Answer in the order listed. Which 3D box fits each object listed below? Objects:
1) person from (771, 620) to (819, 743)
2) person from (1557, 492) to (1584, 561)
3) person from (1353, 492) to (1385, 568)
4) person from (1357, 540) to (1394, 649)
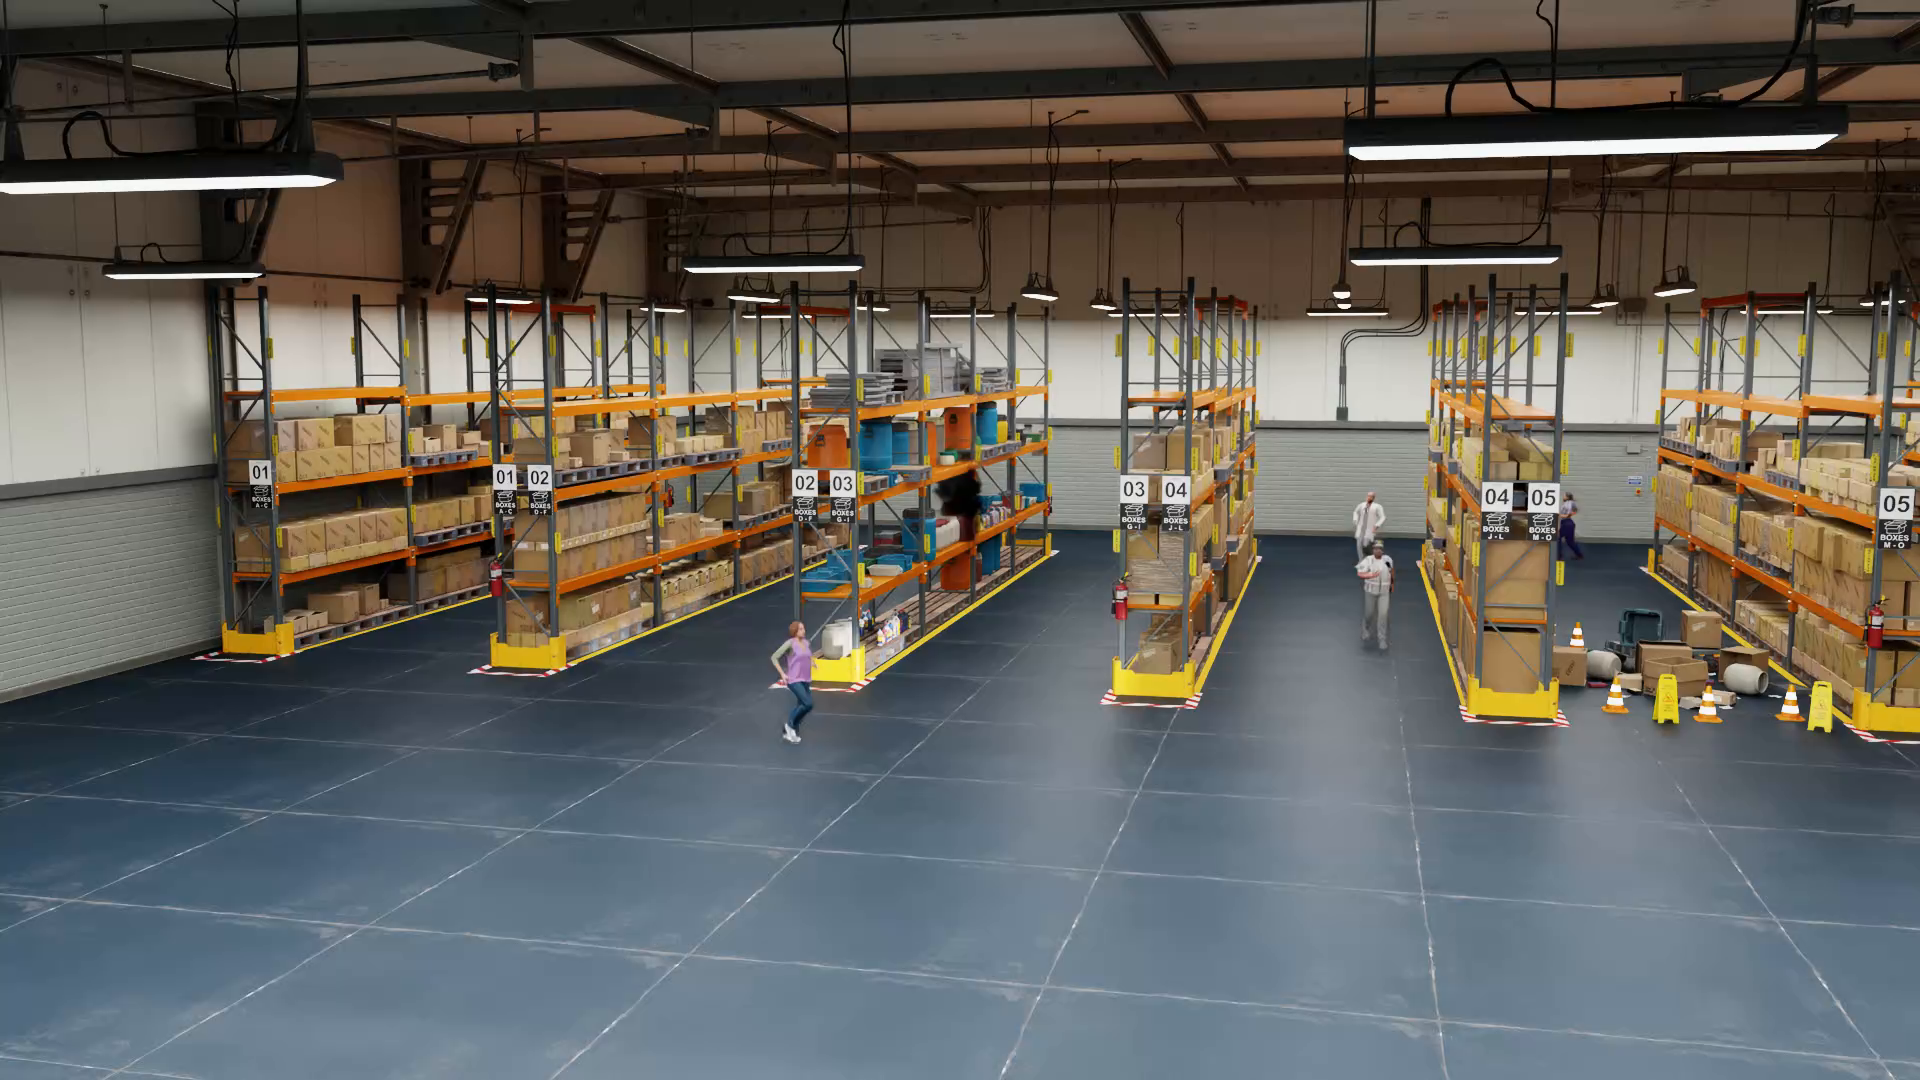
[{"bbox_3d":[-2.031,1.801,21.029,0.620,1.566,0.513,4,8,34],"label":"person"},{"bbox_3d":[14.242,-0.275,39.002,0.734,1.706,0.579,2,7,13],"label":"person"},{"bbox_3d":[9.333,-0.227,38.151,0.748,1.749,0.569,5,8,37],"label":"person"},{"bbox_3d":[7.027,0.879,28.093,0.673,1.787,0.942,0,7,2],"label":"person"}]
